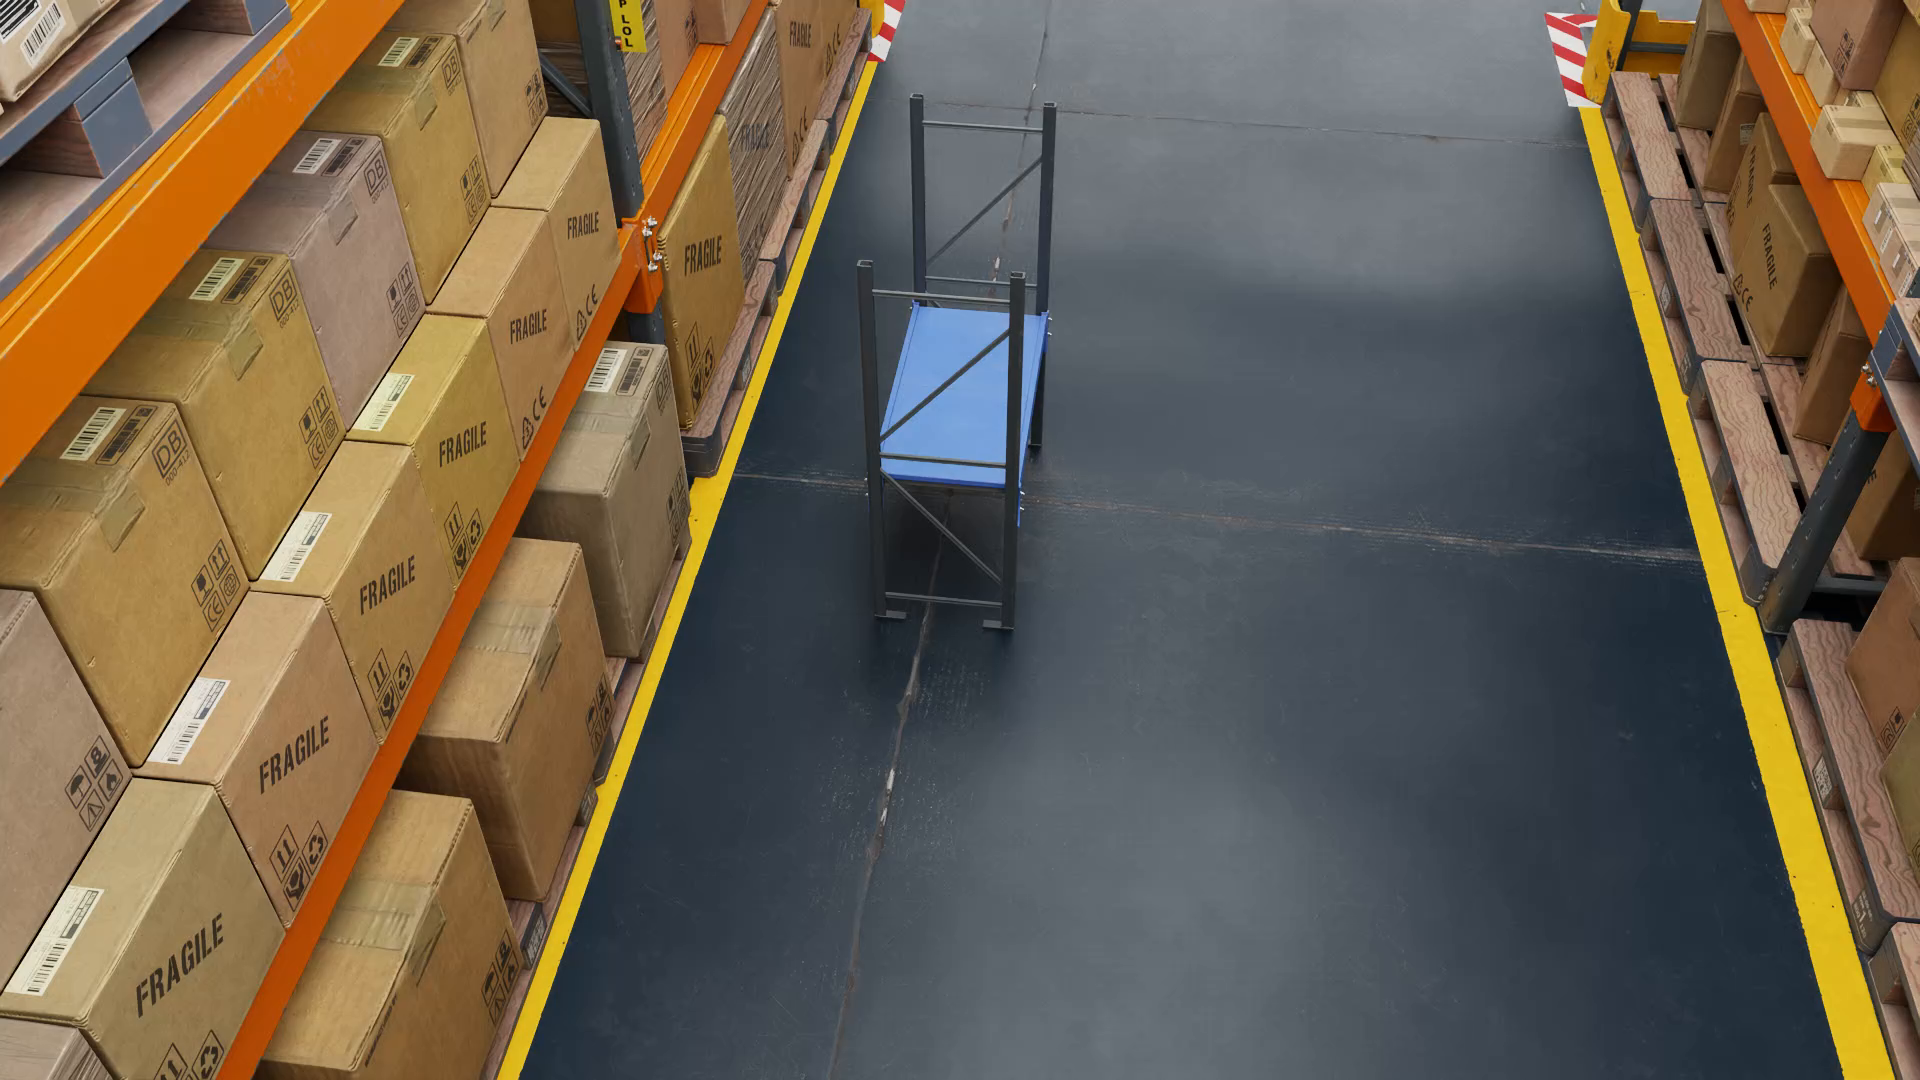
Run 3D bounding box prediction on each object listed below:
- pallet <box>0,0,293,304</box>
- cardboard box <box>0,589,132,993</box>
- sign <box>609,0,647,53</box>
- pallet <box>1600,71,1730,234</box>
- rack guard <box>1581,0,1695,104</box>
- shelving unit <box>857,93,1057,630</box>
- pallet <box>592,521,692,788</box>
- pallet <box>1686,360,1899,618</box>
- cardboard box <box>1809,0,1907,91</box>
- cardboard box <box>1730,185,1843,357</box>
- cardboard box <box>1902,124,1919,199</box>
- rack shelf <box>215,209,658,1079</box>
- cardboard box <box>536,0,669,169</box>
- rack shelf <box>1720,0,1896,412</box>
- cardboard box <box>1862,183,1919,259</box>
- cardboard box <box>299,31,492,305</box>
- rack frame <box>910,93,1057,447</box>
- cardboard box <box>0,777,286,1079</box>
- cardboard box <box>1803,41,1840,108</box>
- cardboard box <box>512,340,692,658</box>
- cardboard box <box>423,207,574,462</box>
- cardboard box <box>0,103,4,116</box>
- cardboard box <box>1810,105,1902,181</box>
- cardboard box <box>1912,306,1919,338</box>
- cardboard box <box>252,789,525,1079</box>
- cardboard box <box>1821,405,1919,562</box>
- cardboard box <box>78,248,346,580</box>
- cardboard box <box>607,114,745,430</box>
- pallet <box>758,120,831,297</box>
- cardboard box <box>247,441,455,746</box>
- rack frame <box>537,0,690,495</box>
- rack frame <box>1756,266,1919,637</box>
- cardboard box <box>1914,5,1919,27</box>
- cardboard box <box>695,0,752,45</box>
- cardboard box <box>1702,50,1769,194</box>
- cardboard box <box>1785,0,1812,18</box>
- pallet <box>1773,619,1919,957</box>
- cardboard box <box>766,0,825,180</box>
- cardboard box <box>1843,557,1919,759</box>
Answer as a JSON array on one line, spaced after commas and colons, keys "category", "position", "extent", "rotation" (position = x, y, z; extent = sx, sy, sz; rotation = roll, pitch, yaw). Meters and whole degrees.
[{"category": "pallet", "position": [-1.901, -0.770, 2.837], "extent": [1.003, 0.211, 1.213], "rotation": [7, 44, 7]}, {"category": "cardboard box", "position": [-1.944, 0.407, 2.838], "extent": [0.700, 0.500, 0.500], "rotation": [5, 44, 5]}, {"category": "sign", "position": [-1.011, -1.619, 4.993], "extent": [0.100, 0.325, 0.005], "rotation": [5, 44, 6]}, {"category": "pallet", "position": [3.729, -1.861, 8.062], "extent": [1.003, 0.211, 1.213], "rotation": [5, 44, 6]}, {"category": "rack guard", "position": [3.872, -2.516, 8.544], "extent": [1.175, 0.500, 0.348], "rotation": [5, 44, 6]}, {"category": "shelving unit", "position": [0.011, -0.603, 5.796], "extent": [0.538, 1.500, 1.048], "rotation": [5, 44, 6]}, {"category": "pallet", "position": [-1.577, 0.276, 5.805], "extent": [1.003, 0.211, 1.213], "rotation": [5, 44, 6]}, {"category": "pallet", "position": [3.407, -0.198, 6.306], "extent": [1.003, 0.211, 1.213], "rotation": [5, 44, 6]}, {"category": "cardboard box", "position": [3.541, -1.883, 5.768], "extent": [0.875, 0.500, 0.500], "rotation": [5, 44, 6]}, {"category": "cardboard box", "position": [3.518, -1.085, 6.727], "extent": [0.500, 0.500, 0.500], "rotation": [2, 43, 2]}, {"category": "cardboard box", "position": [3.474, -1.195, 5.042], "extent": [0.875, 0.500, 0.500], "rotation": [5, 44, 6]}, {"category": "rack shelf", "position": [-1.814, 0.355, 4.217], "extent": [1.077, 0.370, 4.000], "rotation": [5, 44, 6]}, {"category": "cardboard box", "position": [-1.513, -1.577, 5.624], "extent": [0.875, 0.550, 0.550], "rotation": [5, 44, 6]}, {"category": "rack shelf", "position": [3.617, -1.852, 6.547], "extent": [1.077, 0.370, 4.000], "rotation": [5, 44, 6]}, {"category": "cardboard box", "position": [3.133, -1.001, 5.309], "extent": [0.380, 0.149, 0.250], "rotation": [5, 44, 6]}, {"category": "cardboard box", "position": [-1.676, -0.979, 4.303], "extent": [0.700, 0.500, 0.500], "rotation": [5, 44, 5]}, {"category": "rack frame", "position": [0.078, -0.949, 6.162], "extent": [0.500, 1.500, 0.032], "rotation": [5, 44, 6]}, {"category": "cardboard box", "position": [-1.688, 0.792, 3.159], "extent": [0.500, 0.500, 0.500], "rotation": [5, 44, 5]}, {"category": "cardboard box", "position": [3.304, -1.679, 6.025], "extent": [0.380, 0.149, 0.250], "rotation": [5, 44, 6]}, {"category": "cardboard box", "position": [-1.543, -0.174, 5.583], "extent": [1.050, 0.750, 0.750], "rotation": [5, 44, 5]}, {"category": "cardboard box", "position": [-1.421, -0.582, 4.610], "extent": [0.500, 0.500, 0.500], "rotation": [5, 44, 5]}, {"category": "cardboard box", "position": [-1.699, -0.582, 2.232], "extent": [0.500, 0.250, 0.500], "rotation": [6, 44, 7]}, {"category": "cardboard box", "position": [3.148, -1.347, 5.673], "extent": [0.380, 0.149, 0.250], "rotation": [5, 44, 6]}, {"category": "cardboard box", "position": [3.109, -0.591, 3.951], "extent": [1.000, 1.000, 1.000], "rotation": [6, 44, 6]}, {"category": "cardboard box", "position": [-1.797, 1.118, 4.218], "extent": [1.050, 0.750, 0.750], "rotation": [6, 44, 6]}, {"category": "cardboard box", "position": [3.446, -0.264, 5.859], "extent": [0.500, 0.500, 0.500], "rotation": [4, 44, 4]}, {"category": "cardboard box", "position": [-1.811, -0.291, 3.576], "extent": [0.700, 0.500, 0.500], "rotation": [5, 44, 5]}, {"category": "cardboard box", "position": [-1.398, -1.073, 6.441], "extent": [0.875, 0.875, 0.875], "rotation": [6, 44, 6]}, {"category": "pallet", "position": [-1.213, -1.602, 7.788], "extent": [1.003, 0.211, 1.213], "rotation": [5, 44, 6]}, {"category": "cardboard box", "position": [-1.552, 0.109, 3.880], "extent": [0.500, 0.500, 0.500], "rotation": [5, 44, 5]}, {"category": "rack frame", "position": [-1.550, -1.270, 5.409], "extent": [1.000, 3.000, 0.127], "rotation": [5, 44, 6]}, {"category": "rack frame", "position": [3.353, -0.750, 4.860], "extent": [1.000, 3.000, 0.127], "rotation": [5, 44, 6]}, {"category": "cardboard box", "position": [3.140, -1.589, 4.730], "extent": [0.500, 0.500, 0.500], "rotation": [5, 44, 6]}, {"category": "cardboard box", "position": [-1.275, -2.311, 6.400], "extent": [0.875, 0.550, 0.550], "rotation": [5, 44, 6]}, {"category": "cardboard box", "position": [3.738, -1.886, 7.573], "extent": [0.500, 0.500, 0.500], "rotation": [16, 46, 16]}, {"category": "cardboard box", "position": [3.412, -2.016, 6.380], "extent": [0.380, 0.149, 0.250], "rotation": [5, 44, 6]}, {"category": "pallet", "position": [3.252, 0.793, 5.258], "extent": [1.003, 0.211, 1.213], "rotation": [5, 44, 6]}, {"category": "cardboard box", "position": [-1.160, -2.309, 7.746], "extent": [0.875, 0.875, 0.875], "rotation": [5, 44, 5]}, {"category": "cardboard box", "position": [3.251, 0.415, 5.129], "extent": [0.700, 0.500, 0.500], "rotation": [2, 43, 2]}]
